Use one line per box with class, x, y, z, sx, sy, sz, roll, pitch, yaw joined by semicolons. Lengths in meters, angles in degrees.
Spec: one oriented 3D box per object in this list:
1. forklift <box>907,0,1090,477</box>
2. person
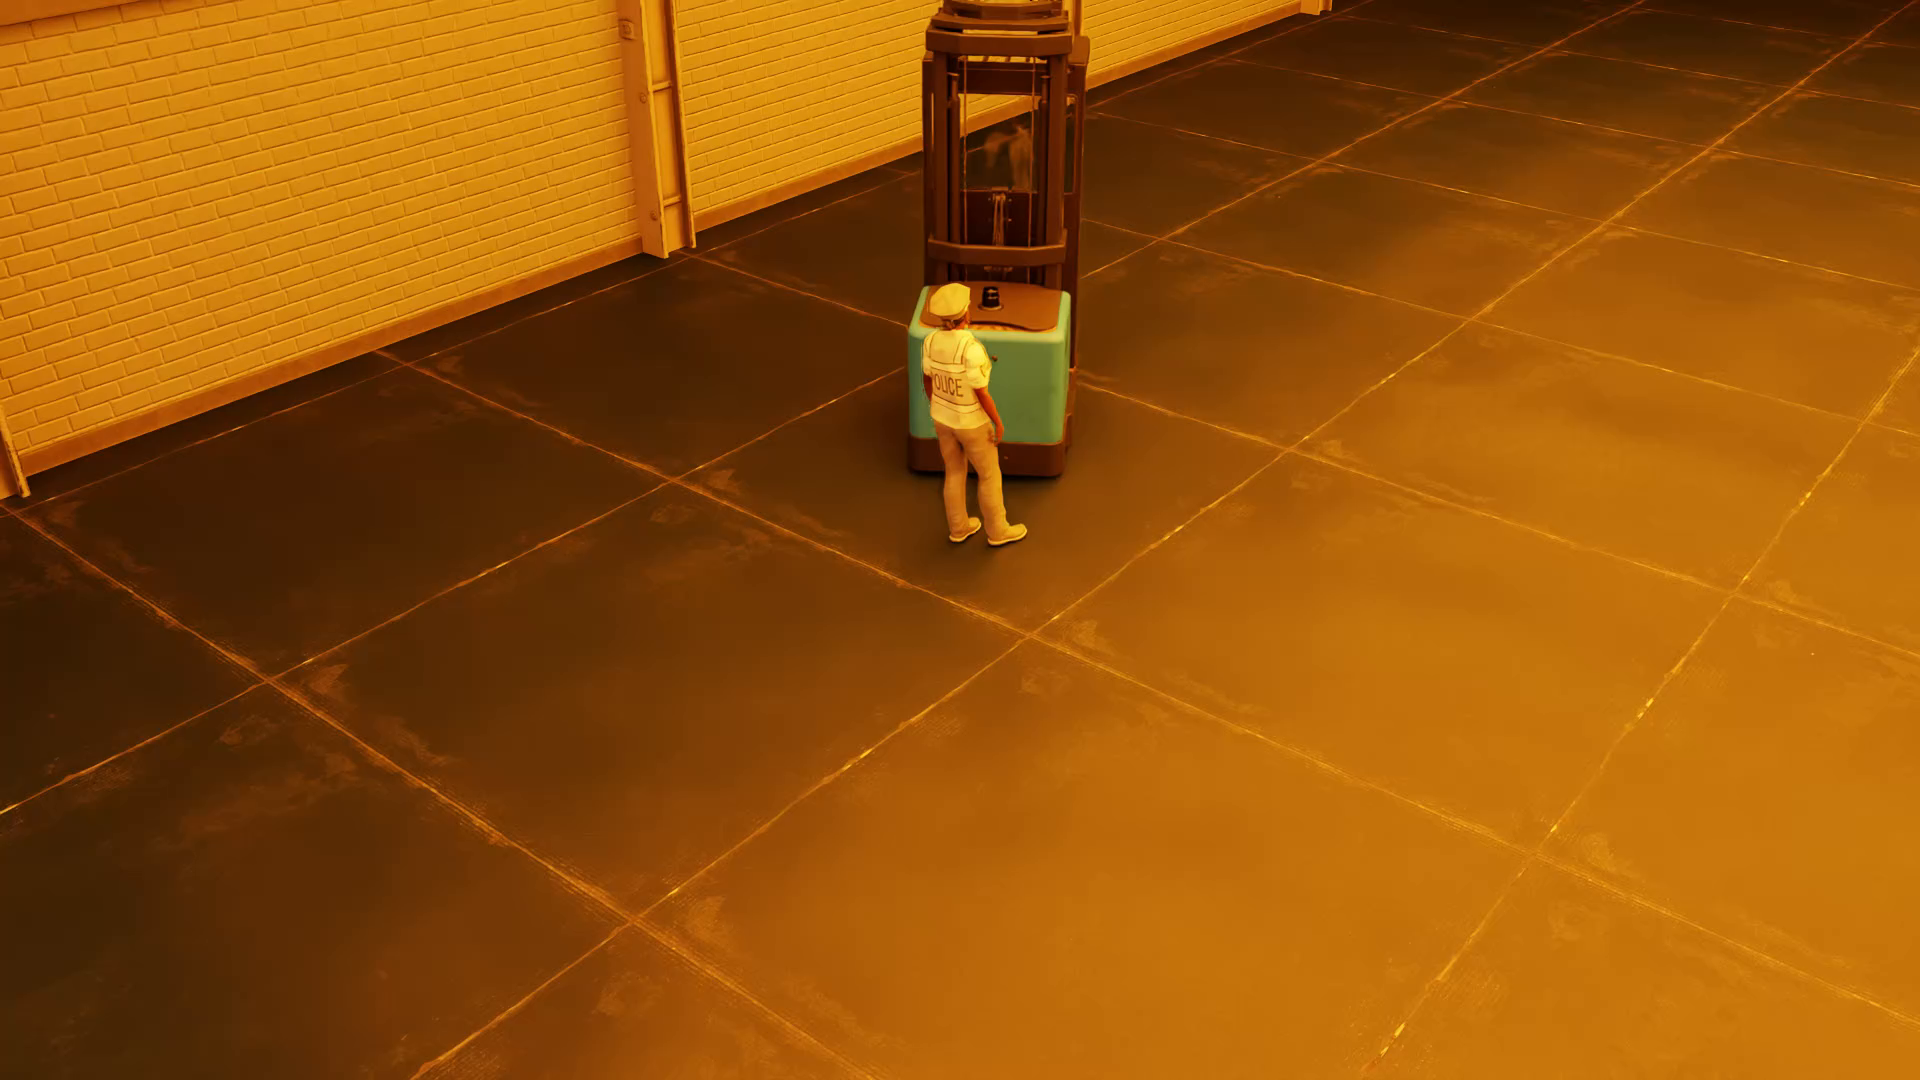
forklift;0.317;-2.407;11.715;1.130;2.935;3.031;3;30;5
person;0.068;-0.760;10.116;0.566;1.697;0.520;22;37;33
